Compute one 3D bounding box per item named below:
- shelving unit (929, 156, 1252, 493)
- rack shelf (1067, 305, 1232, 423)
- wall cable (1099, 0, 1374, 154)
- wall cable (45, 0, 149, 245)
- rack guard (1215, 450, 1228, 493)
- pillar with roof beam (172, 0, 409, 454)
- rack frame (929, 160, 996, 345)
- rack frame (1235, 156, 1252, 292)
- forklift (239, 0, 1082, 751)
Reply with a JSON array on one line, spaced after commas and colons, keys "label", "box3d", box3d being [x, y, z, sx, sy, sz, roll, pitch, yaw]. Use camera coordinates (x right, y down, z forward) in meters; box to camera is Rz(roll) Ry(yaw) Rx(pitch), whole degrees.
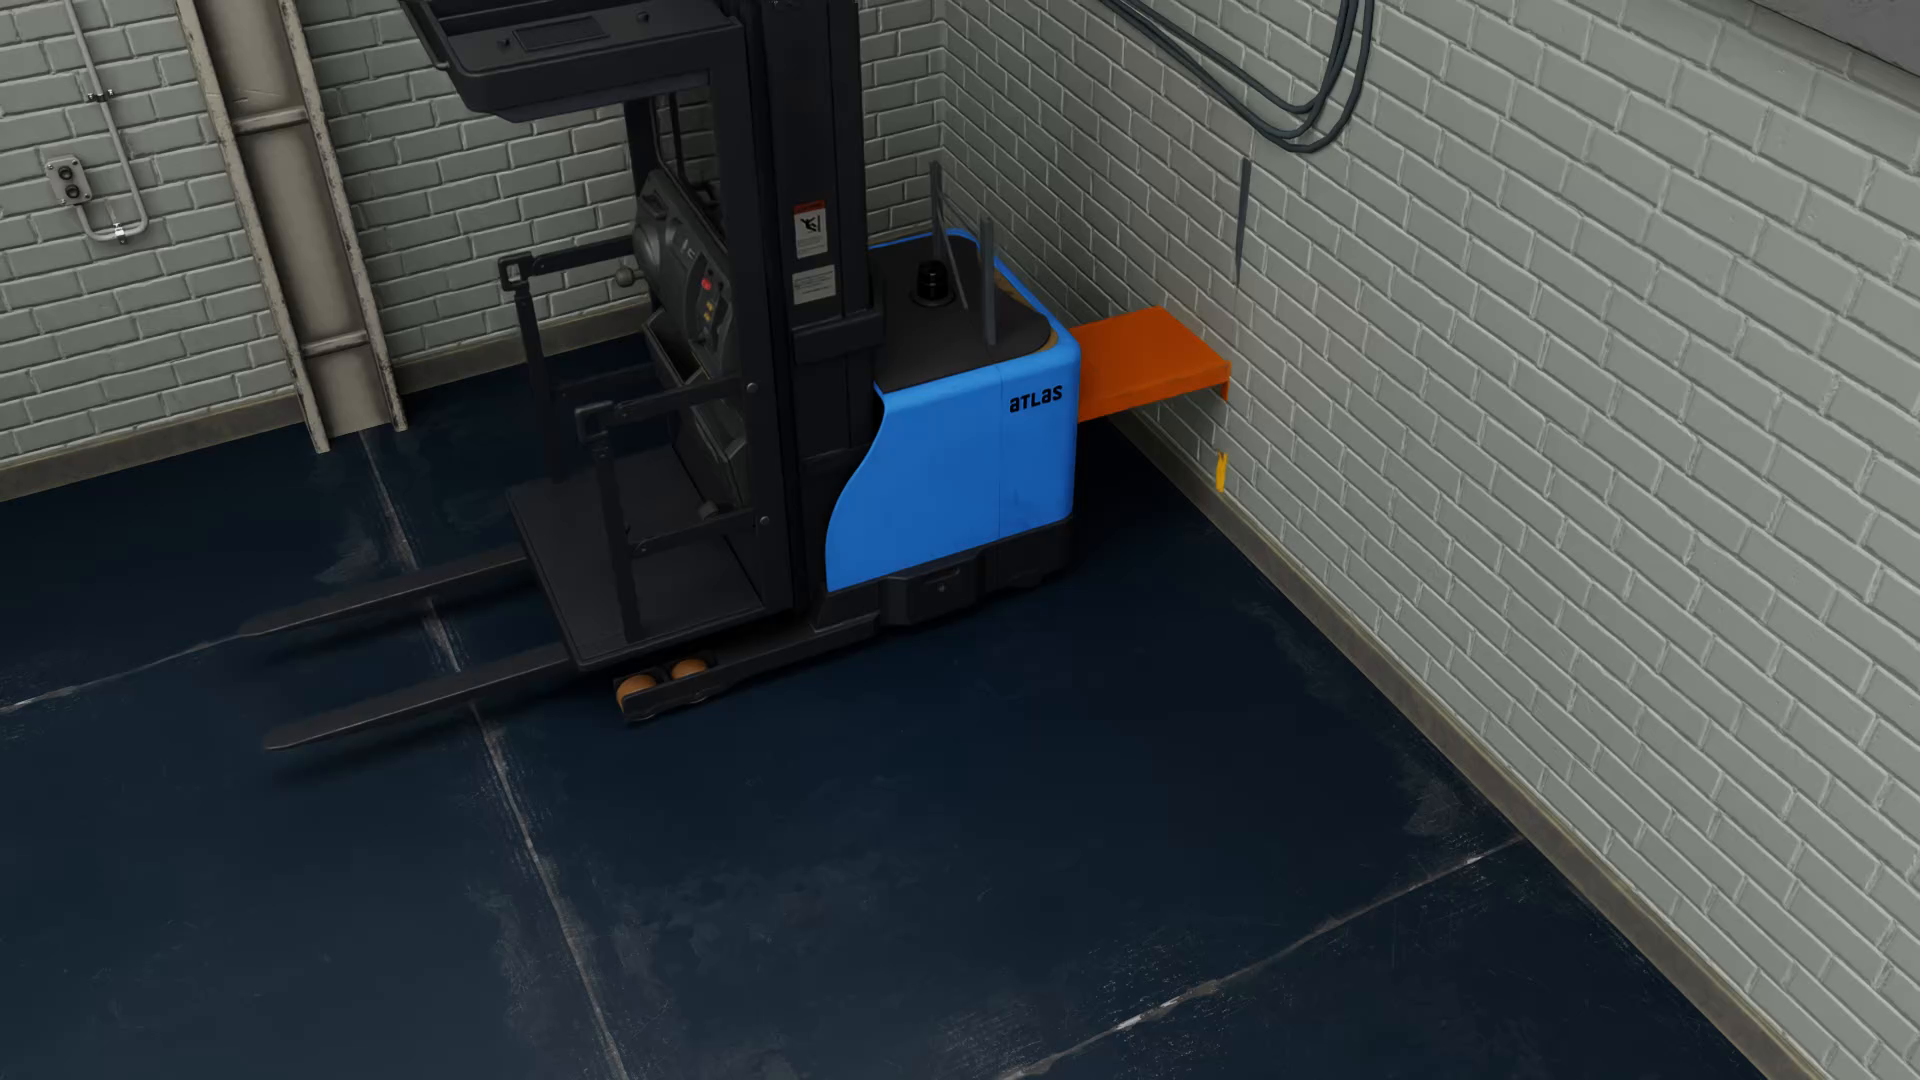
[{"label": "shelving unit", "box3d": [0.501, -0.769, 6.376, 1.083, 1.500, 0.587, -16, 41, -16]}, {"label": "rack shelf", "box3d": [0.498, -0.628, 6.488, 1.000, 0.185, 0.538, -16, 41, -16]}, {"label": "wall cable", "box3d": [0.513, -2.951, 5.674, 0.112, 2.526, 3.097, -19, 44, -21]}, {"label": "wall cable", "box3d": [-3.970, -1.675, 5.620, 1.851, 1.984, 0.084, -19, 44, -21]}, {"label": "rack guard", "box3d": [0.979, -0.421, 6.913, 0.087, 0.250, 0.587, -16, 41, -16]}, {"label": "pillar with roof beam", "box3d": [-0.685, -1.487, 1.542, 0.400, 9.000, 9.100, -19, 44, -21]}, {"label": "rack frame", "box3d": [0.025, -0.630, 6.231, 0.032, 1.500, 0.500, -16, 41, -16]}, {"label": "rack frame", "box3d": [0.961, -0.904, 6.517, 0.032, 1.500, 0.500, -16, 41, -16]}, {"label": "forklift", "box3d": [-1.106, -0.861, 5.498, 3.031, 2.935, 1.130, -17, 43, -19]}]
